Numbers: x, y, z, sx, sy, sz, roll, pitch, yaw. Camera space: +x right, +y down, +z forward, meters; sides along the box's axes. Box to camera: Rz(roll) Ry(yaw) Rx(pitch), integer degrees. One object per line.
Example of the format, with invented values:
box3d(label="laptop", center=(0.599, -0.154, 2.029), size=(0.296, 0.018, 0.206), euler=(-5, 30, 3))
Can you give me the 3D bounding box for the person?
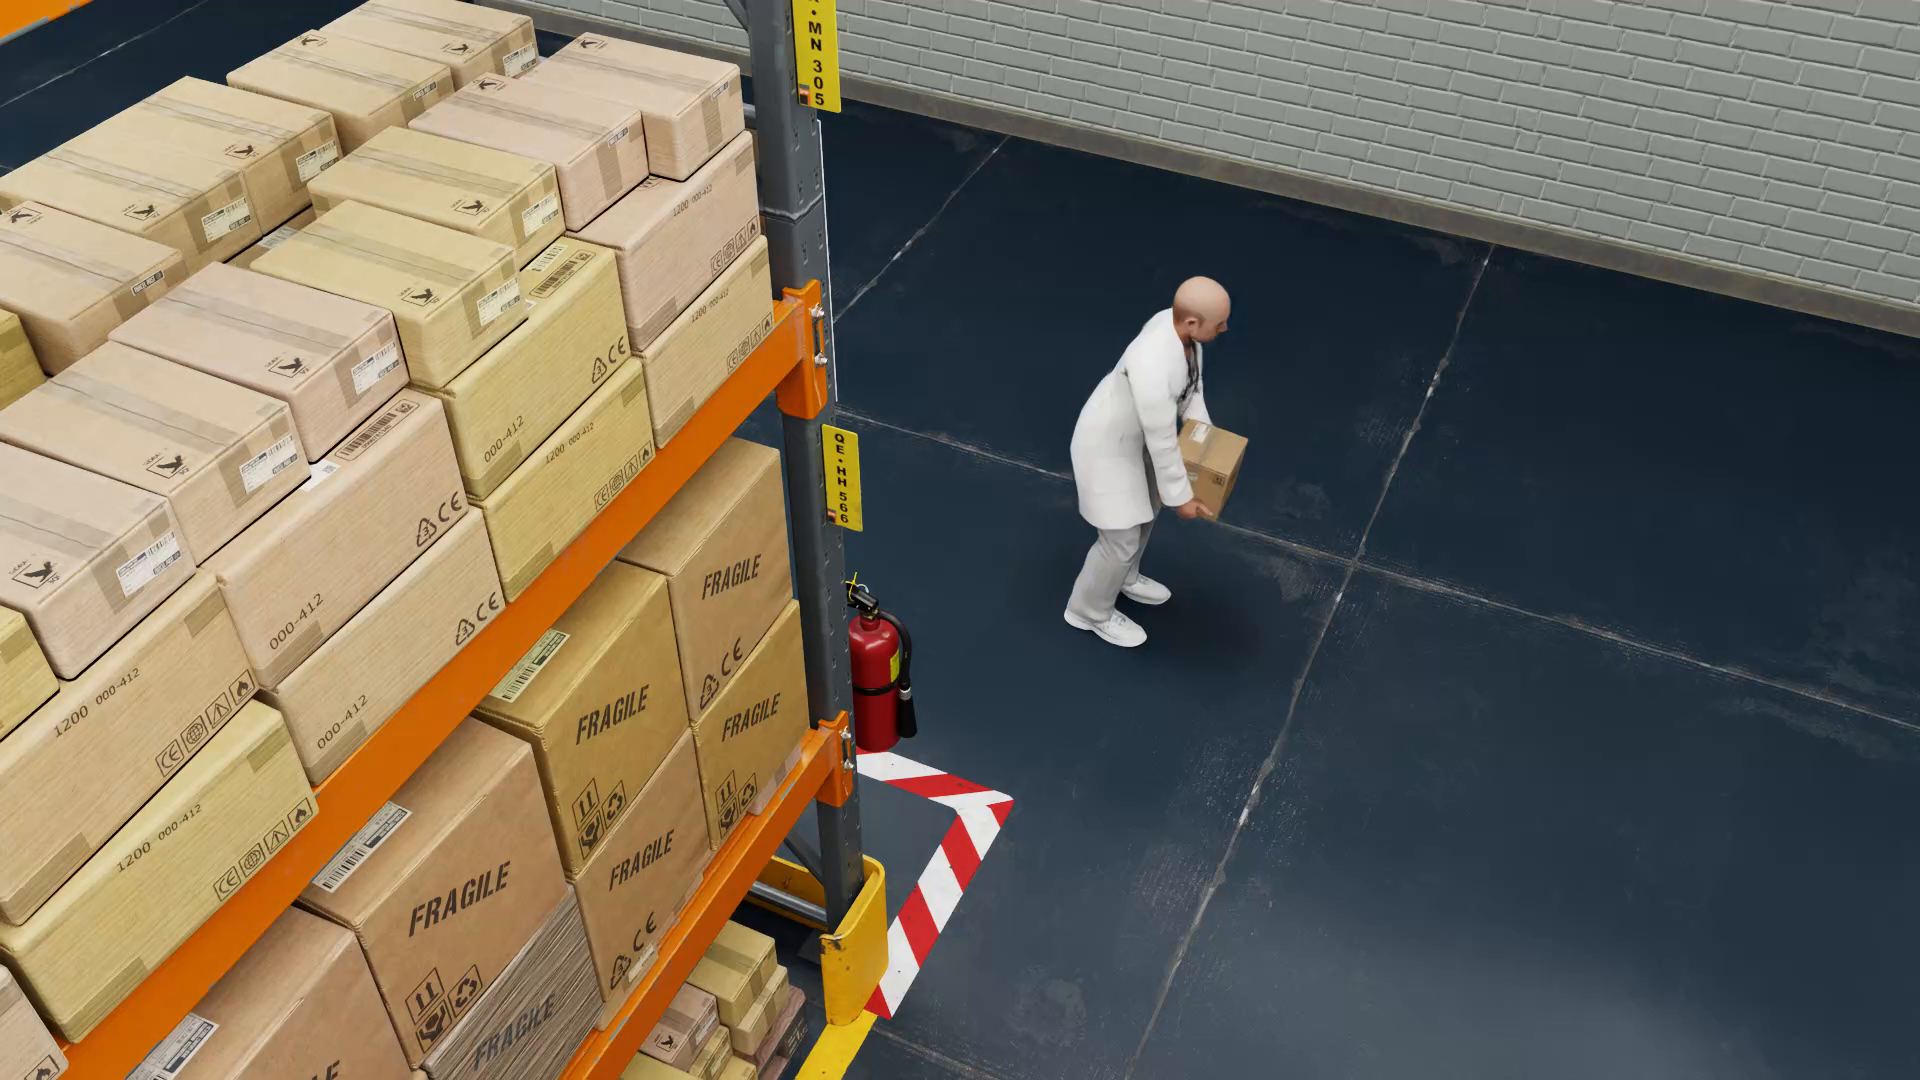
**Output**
box3d(label="person", center=(0.750, -0.311, 6.571), size=(0.618, 1.720, 0.541), euler=(16, 44, 18))
